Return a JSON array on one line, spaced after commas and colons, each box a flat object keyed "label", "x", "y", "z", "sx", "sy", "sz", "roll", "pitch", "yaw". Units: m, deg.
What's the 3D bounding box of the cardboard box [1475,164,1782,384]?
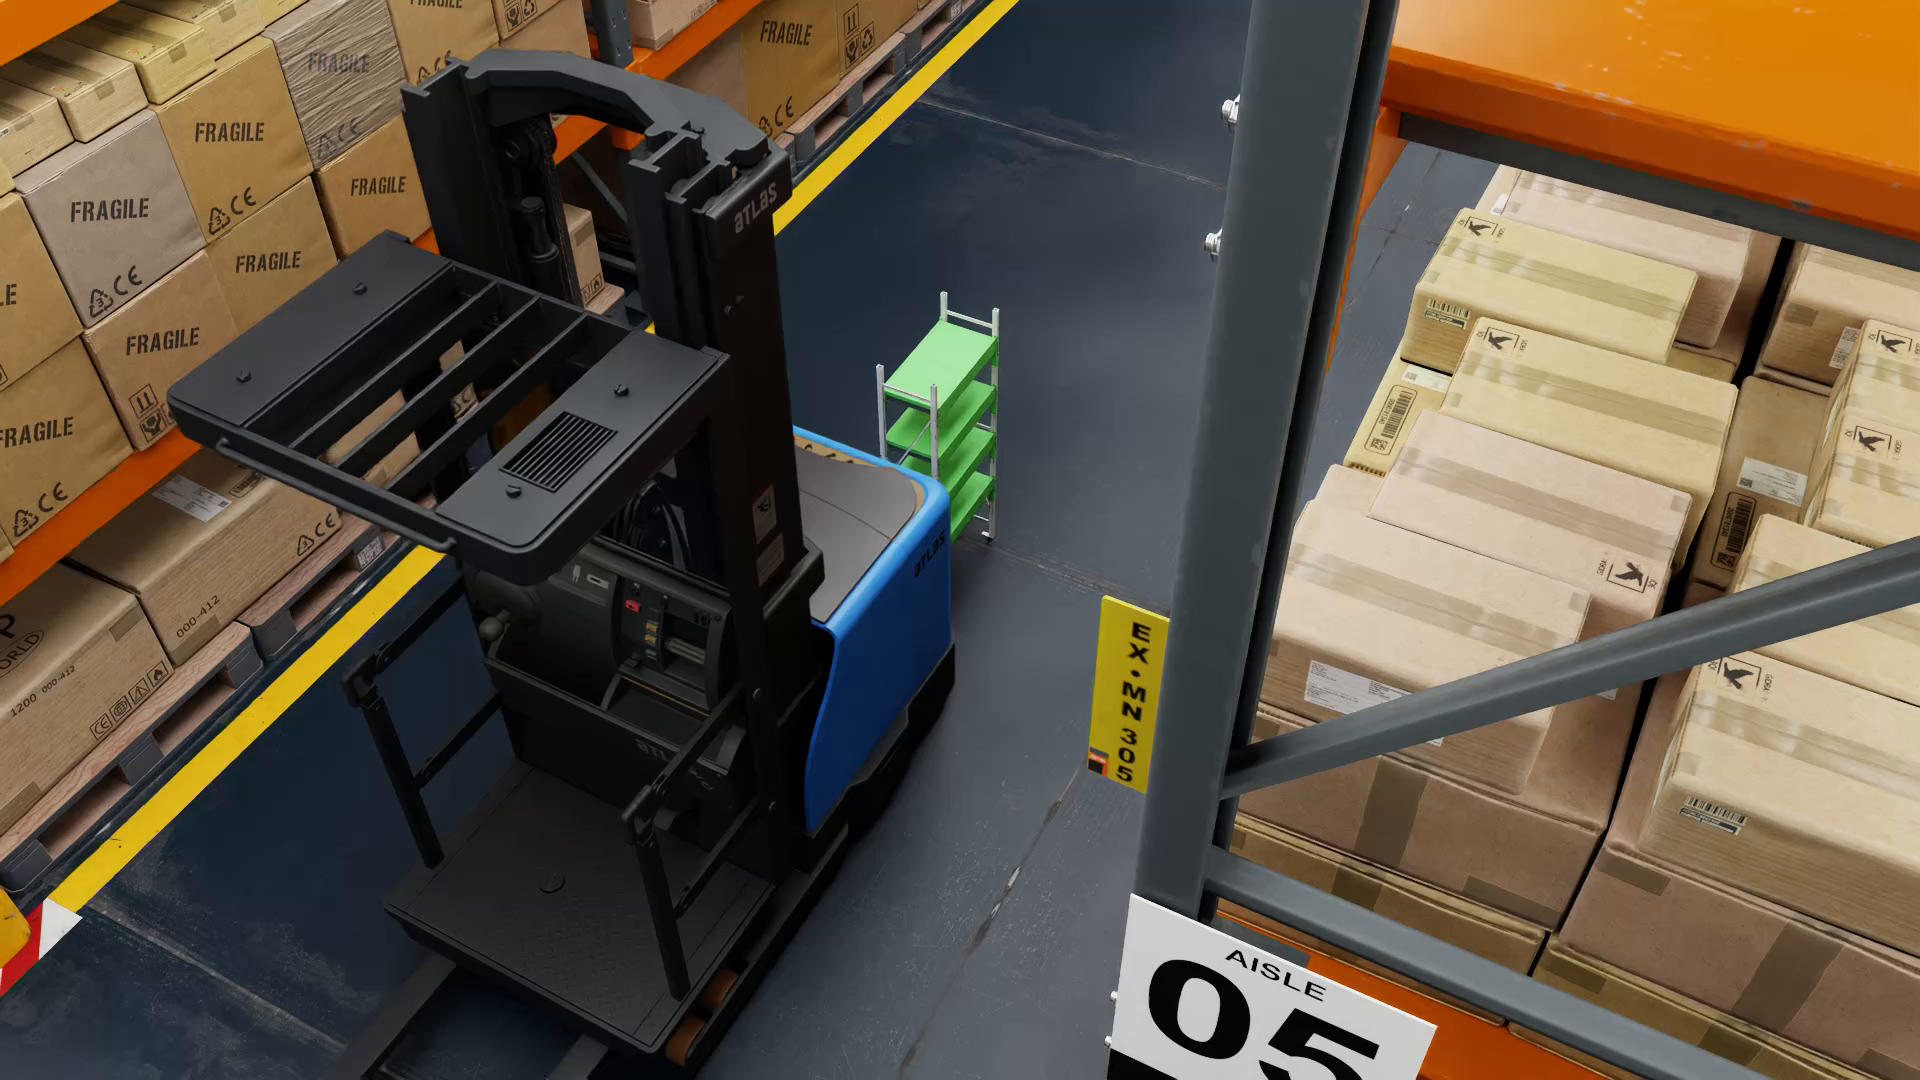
[{"label": "cardboard box", "x": 1.155, "y": -0.440, "z": 3.001, "sx": 0.500, "sy": 0.250, "sz": 0.500, "roll": 21, "pitch": 49, "yaw": 20}]

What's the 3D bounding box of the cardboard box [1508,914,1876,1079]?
[{"label": "cardboard box", "x": 1.125, "y": 0.556, "z": 2.368, "sx": 0.500, "sy": 0.250, "sz": 0.500, "roll": 22, "pitch": 49, "yaw": 20}]

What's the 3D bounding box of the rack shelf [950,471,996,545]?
[{"label": "rack shelf", "x": -0.077, "y": -0.104, "z": 6.716, "sx": 0.258, "sy": 0.148, "sz": 0.480, "roll": 20, "pitch": 49, "yaw": 19}]

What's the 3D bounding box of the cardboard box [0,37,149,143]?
[{"label": "cardboard box", "x": -2.716, "y": -1.374, "z": 5.050, "sx": 0.380, "sy": 0.149, "sz": 0.250, "roll": 21, "pitch": 49, "yaw": 19}]

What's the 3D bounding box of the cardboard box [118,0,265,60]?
[{"label": "cardboard box", "x": -2.496, "y": -1.706, "z": 5.378, "sx": 0.380, "sy": 0.149, "sz": 0.250, "roll": 20, "pitch": 49, "yaw": 19}]

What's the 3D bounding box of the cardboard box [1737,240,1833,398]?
[{"label": "cardboard box", "x": 1.610, "y": -0.256, "z": 2.819, "sx": 0.500, "sy": 0.250, "sz": 0.500, "roll": 21, "pitch": 49, "yaw": 19}]

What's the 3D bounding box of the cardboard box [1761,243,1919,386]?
[{"label": "cardboard box", "x": 1.506, "y": -0.342, "z": 2.624, "sx": 0.380, "sy": 0.149, "sz": 0.250, "roll": 22, "pitch": 49, "yaw": 20}]

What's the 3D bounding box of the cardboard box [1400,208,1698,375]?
[{"label": "cardboard box", "x": 0.930, "y": -0.355, "z": 2.637, "sx": 0.380, "sy": 0.149, "sz": 0.250, "roll": 21, "pitch": 49, "yaw": 20}]

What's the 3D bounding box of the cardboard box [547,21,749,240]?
[{"label": "cardboard box", "x": -1.668, "y": -2.152, "z": 8.247, "sx": 0.875, "sy": 0.875, "sz": 0.875, "roll": 22, "pitch": 49, "yaw": 20}]

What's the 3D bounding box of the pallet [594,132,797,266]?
[{"label": "pallet", "x": -1.593, "y": -1.865, "z": 8.725, "sx": 1.003, "sy": 0.211, "sz": 1.213, "roll": 20, "pitch": 49, "yaw": 19}]

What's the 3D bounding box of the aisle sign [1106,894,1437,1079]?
[{"label": "aisle sign", "x": 0.390, "y": 0.789, "z": 2.313, "sx": 0.394, "sy": 0.787, "sz": 0.004, "roll": 20, "pitch": 49, "yaw": 19}]

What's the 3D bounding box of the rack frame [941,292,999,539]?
[{"label": "rack frame", "x": 0.036, "y": -0.471, "z": 6.652, "sx": 0.240, "sy": 1.200, "sz": 0.015, "roll": 20, "pitch": 49, "yaw": 19}]

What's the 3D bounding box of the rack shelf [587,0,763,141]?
[{"label": "rack shelf", "x": -0.956, "y": -3.342, "z": 8.729, "sx": 1.077, "sy": 0.370, "sz": 4.000, "roll": 20, "pitch": 49, "yaw": 19}]

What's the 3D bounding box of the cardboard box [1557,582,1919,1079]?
[{"label": "cardboard box", "x": 1.128, "y": 0.382, "z": 2.189, "sx": 0.500, "sy": 0.250, "sz": 0.500, "roll": 21, "pitch": 49, "yaw": 20}]

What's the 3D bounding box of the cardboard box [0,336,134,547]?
[{"label": "cardboard box", "x": -3.054, "y": -0.385, "z": 5.231, "sx": 0.500, "sy": 0.500, "sz": 0.500, "roll": 20, "pitch": 49, "yaw": 19}]

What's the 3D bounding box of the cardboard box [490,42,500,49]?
[{"label": "cardboard box", "x": -2.107, "y": -1.667, "z": 6.498, "sx": 0.500, "sy": 0.500, "sz": 0.500, "roll": 19, "pitch": 48, "yaw": 18}]

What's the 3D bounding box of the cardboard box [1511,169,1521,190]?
[{"label": "cardboard box", "x": 1.206, "y": -0.664, "z": 2.942, "sx": 0.380, "sy": 0.149, "sz": 0.250, "roll": 21, "pitch": 49, "yaw": 20}]

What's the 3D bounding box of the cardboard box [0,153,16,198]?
[{"label": "cardboard box", "x": -2.944, "y": -1.048, "z": 4.727, "sx": 0.380, "sy": 0.149, "sz": 0.250, "roll": 19, "pitch": 48, "yaw": 18}]

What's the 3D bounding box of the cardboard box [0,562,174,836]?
[{"label": "cardboard box", "x": -3.524, "y": 0.490, "z": 5.943, "sx": 0.875, "sy": 0.438, "sz": 0.875, "roll": 19, "pitch": 48, "yaw": 18}]

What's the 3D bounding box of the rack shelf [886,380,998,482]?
[{"label": "rack shelf", "x": -0.077, "y": -0.441, "z": 6.375, "sx": 0.258, "sy": 0.148, "sz": 0.480, "roll": 20, "pitch": 49, "yaw": 19}]

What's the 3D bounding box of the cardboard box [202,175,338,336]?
[{"label": "cardboard box", "x": -2.584, "y": -1.021, "z": 5.860, "sx": 0.500, "sy": 0.500, "sz": 0.500, "roll": 22, "pitch": 49, "yaw": 20}]

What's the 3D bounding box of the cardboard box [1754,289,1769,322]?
[{"label": "cardboard box", "x": 1.850, "y": -0.425, "z": 3.337, "sx": 0.500, "sy": 0.250, "sz": 0.500, "roll": 20, "pitch": 49, "yaw": 19}]

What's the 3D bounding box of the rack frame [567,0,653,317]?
[{"label": "rack frame", "x": -1.885, "y": -2.335, "z": 7.228, "sx": 1.000, "sy": 3.000, "sz": 0.127, "roll": 20, "pitch": 49, "yaw": 19}]

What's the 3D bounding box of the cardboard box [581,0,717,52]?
[{"label": "cardboard box", "x": -1.447, "y": -2.472, "z": 7.469, "sx": 0.500, "sy": 0.250, "sz": 0.500, "roll": 19, "pitch": 48, "yaw": 18}]

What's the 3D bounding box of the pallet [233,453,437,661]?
[{"label": "pallet", "x": -2.872, "y": -0.130, "z": 7.010, "sx": 1.003, "sy": 0.211, "sz": 1.213, "roll": 20, "pitch": 49, "yaw": 19}]

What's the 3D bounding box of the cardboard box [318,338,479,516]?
[{"label": "cardboard box", "x": -2.686, "y": -0.657, "z": 7.077, "sx": 0.875, "sy": 0.438, "sz": 0.875, "roll": 19, "pitch": 48, "yaw": 18}]

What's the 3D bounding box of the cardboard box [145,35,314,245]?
[{"label": "cardboard box", "x": -2.570, "y": -1.379, "z": 5.510, "sx": 0.500, "sy": 0.500, "sz": 0.500, "roll": 21, "pitch": 49, "yaw": 19}]

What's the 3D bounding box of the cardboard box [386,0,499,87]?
[{"label": "cardboard box", "x": -2.102, "y": -2.016, "z": 6.140, "sx": 0.500, "sy": 0.500, "sz": 0.500, "roll": 20, "pitch": 49, "yaw": 18}]

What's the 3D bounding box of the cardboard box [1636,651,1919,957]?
[{"label": "cardboard box", "x": 1.042, "y": 0.310, "z": 1.980, "sx": 0.380, "sy": 0.149, "sz": 0.250, "roll": 20, "pitch": 49, "yaw": 19}]

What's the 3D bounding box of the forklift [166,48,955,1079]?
[{"label": "forklift", "x": -1.169, "y": 0.287, "z": 4.686, "sx": 1.130, "sy": 2.935, "sz": 3.031, "roll": 21, "pitch": 49, "yaw": 20}]

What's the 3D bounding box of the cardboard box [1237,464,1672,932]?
[{"label": "cardboard box", "x": 0.678, "y": 0.204, "z": 2.364, "sx": 0.500, "sy": 0.250, "sz": 0.500, "roll": 19, "pitch": 48, "yaw": 18}]

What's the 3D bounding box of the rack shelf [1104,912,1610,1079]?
[{"label": "rack shelf", "x": 1.618, "y": -0.305, "z": 3.620, "sx": 1.077, "sy": 0.370, "sz": 4.000, "roll": 20, "pitch": 49, "yaw": 19}]

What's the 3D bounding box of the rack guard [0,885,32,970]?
[{"label": "rack guard", "x": -3.753, "y": 1.079, "z": 5.612, "sx": 1.175, "sy": 0.500, "sz": 0.348, "roll": 20, "pitch": 49, "yaw": 19}]

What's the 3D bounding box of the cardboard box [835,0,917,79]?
[{"label": "cardboard box", "x": -0.840, "y": -3.287, "z": 9.368, "sx": 0.875, "sy": 0.875, "sz": 0.875, "roll": 21, "pitch": 49, "yaw": 20}]

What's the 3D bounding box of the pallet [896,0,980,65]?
[{"label": "pallet", "x": -0.460, "y": -3.402, "z": 10.244, "sx": 1.003, "sy": 0.211, "sz": 1.213, "roll": 20, "pitch": 49, "yaw": 19}]

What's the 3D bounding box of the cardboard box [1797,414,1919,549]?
[{"label": "cardboard box", "x": 1.367, "y": 0.008, "z": 2.278, "sx": 0.380, "sy": 0.149, "sz": 0.250, "roll": 20, "pitch": 49, "yaw": 19}]

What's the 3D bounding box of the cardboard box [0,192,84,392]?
[{"label": "cardboard box", "x": -3.033, "y": -0.737, "z": 4.877, "sx": 0.500, "sy": 0.500, "sz": 0.500, "roll": 19, "pitch": 48, "yaw": 18}]

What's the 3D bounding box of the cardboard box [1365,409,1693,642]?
[{"label": "cardboard box", "x": 0.766, "y": 0.002, "z": 2.284, "sx": 0.380, "sy": 0.149, "sz": 0.250, "roll": 21, "pitch": 49, "yaw": 20}]

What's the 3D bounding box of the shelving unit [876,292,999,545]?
[{"label": "shelving unit", "x": -0.077, "y": -0.317, "z": 6.500, "sx": 0.258, "sy": 1.200, "sz": 0.503, "roll": 20, "pitch": 49, "yaw": 19}]
